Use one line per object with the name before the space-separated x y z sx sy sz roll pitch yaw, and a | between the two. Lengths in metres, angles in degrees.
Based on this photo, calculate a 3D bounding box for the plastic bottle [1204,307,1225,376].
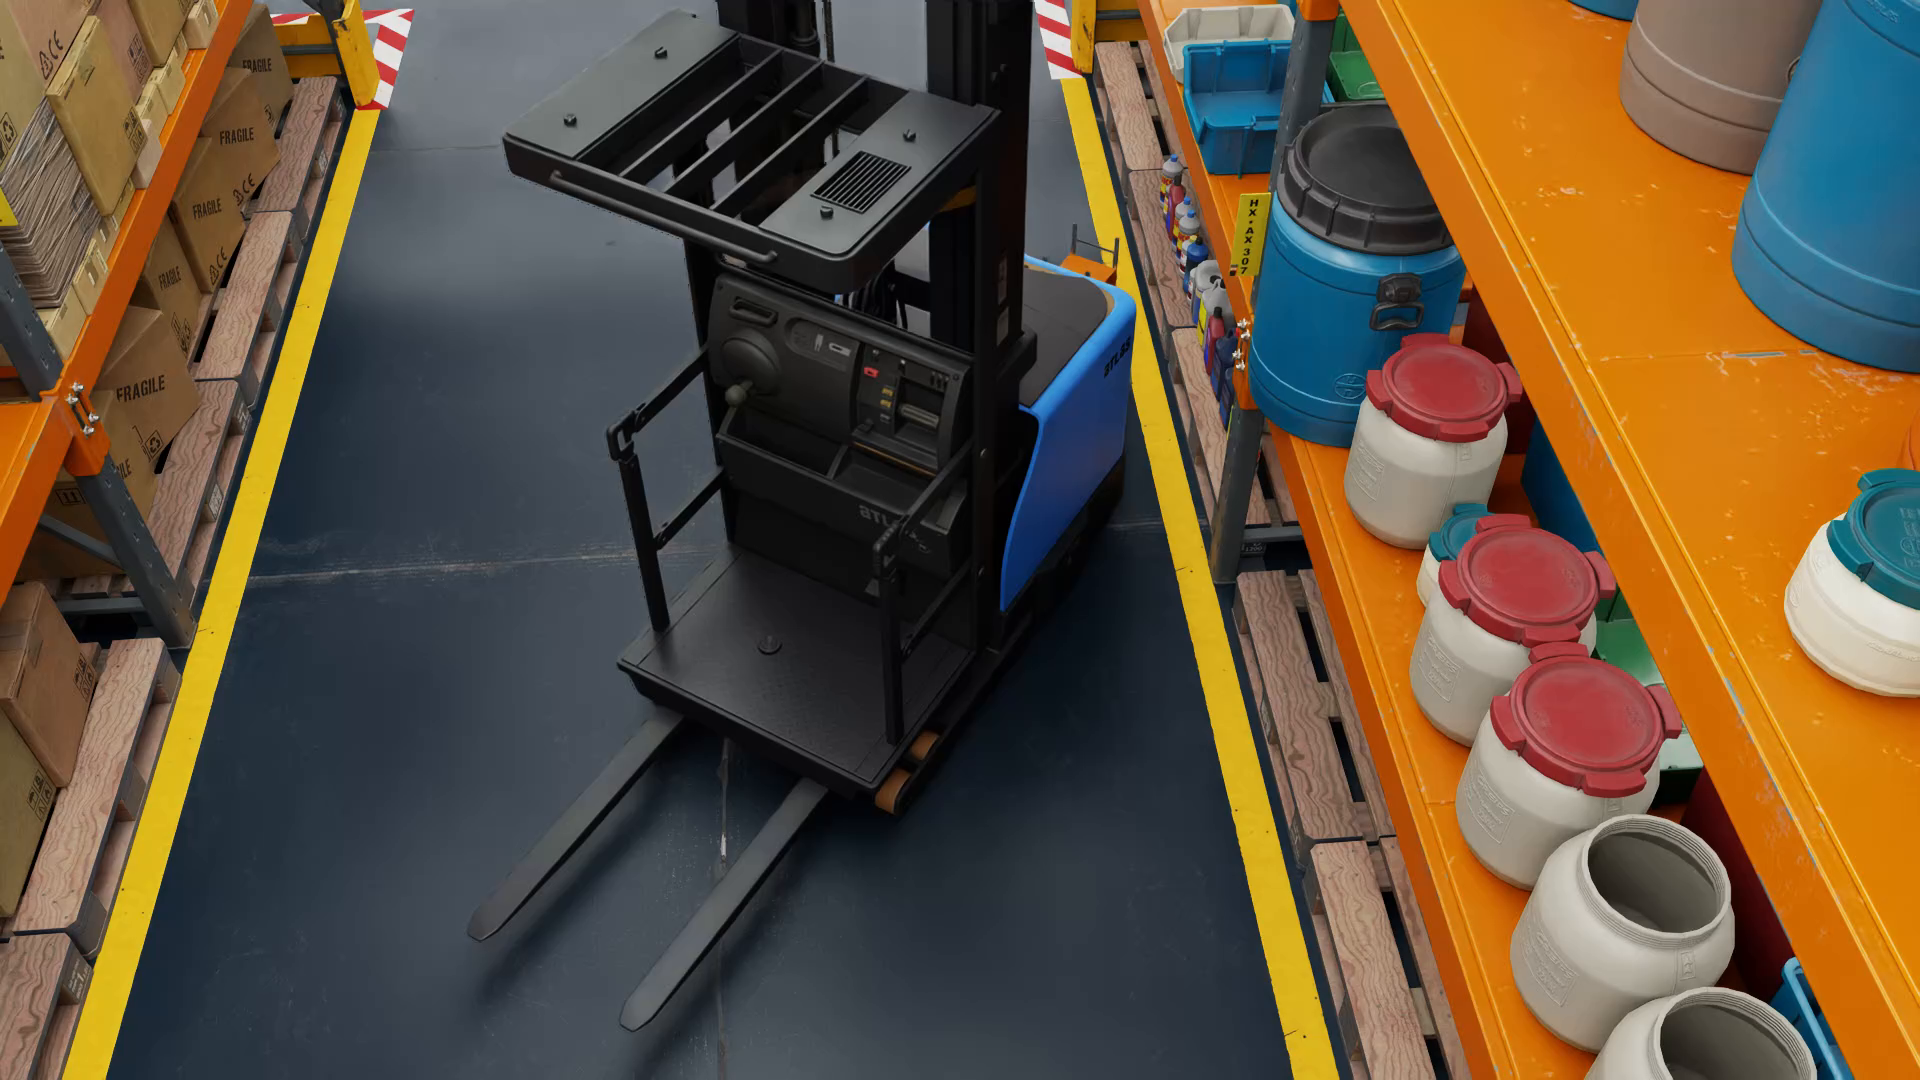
plastic bottle | 1.083 -0.845 7.052 0.061 0.283 0.133 -1 47 -1

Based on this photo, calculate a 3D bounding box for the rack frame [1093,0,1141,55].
rack frame | 1.161 -3.819 8.301 1.000 3.000 0.127 -3 47 -3

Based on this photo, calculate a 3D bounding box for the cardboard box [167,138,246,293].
cardboard box | -3.621 -1.466 7.505 0.500 0.500 0.500 0 47 0

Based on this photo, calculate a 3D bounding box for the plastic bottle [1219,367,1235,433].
plastic bottle | 1.155 -0.614 6.787 0.144 0.351 0.185 -5 47 -4

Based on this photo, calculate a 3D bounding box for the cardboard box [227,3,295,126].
cardboard box | -3.739 -2.350 8.342 0.500 0.500 0.500 4 47 4

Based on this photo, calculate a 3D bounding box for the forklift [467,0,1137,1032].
forklift | -0.511 -0.435 5.143 1.130 2.935 3.031 23 51 20

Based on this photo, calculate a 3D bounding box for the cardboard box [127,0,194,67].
cardboard box | -3.566 -2.174 6.469 0.875 0.500 0.500 -3 47 -3

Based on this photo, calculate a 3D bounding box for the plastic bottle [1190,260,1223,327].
plastic bottle | 1.102 -1.079 7.279 0.152 0.276 0.135 -3 47 -3

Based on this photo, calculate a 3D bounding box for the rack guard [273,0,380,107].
rack guard | -3.768 -2.604 8.872 1.175 0.500 0.348 -3 47 -3

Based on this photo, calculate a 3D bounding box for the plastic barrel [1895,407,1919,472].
plastic barrel | 1.923 -0.291 2.598 0.600 0.830 0.708 -3 47 -3

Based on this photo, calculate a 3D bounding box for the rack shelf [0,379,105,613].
rack shelf | -3.272 1.070 4.166 1.077 0.370 4.000 -3 47 -3

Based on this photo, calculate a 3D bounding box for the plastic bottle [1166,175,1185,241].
plastic bottle | 1.003 -1.541 7.711 0.061 0.283 0.133 -3 47 -3

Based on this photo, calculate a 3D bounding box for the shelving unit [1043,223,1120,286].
shelving unit | 0.466 -0.760 6.746 0.215 1.050 0.252 23 51 20

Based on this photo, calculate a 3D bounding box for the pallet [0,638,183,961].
pallet | -3.373 0.898 5.754 1.003 0.211 1.213 -3 47 -3

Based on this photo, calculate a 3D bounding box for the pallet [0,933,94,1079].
pallet | -3.268 1.782 4.916 1.003 0.211 1.213 -3 47 -3

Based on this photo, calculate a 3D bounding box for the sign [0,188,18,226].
sign | -2.887 -1.059 4.889 0.100 0.325 0.005 -3 47 -3

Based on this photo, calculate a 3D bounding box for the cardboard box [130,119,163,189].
cardboard box | -3.225 -1.436 6.217 0.380 0.149 0.250 -3 47 -3

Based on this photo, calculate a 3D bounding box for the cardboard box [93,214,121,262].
cardboard box | -3.215 -1.073 5.873 0.380 0.149 0.250 -3 47 -3

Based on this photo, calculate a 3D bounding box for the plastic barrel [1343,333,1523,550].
plastic barrel | 1.357 -0.267 4.843 0.433 0.535 0.433 0 47 0

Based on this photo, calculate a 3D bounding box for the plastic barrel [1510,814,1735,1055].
plastic barrel | 1.496 0.894 3.760 0.421 0.512 0.421 0 47 0

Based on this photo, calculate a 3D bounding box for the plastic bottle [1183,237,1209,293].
plastic bottle | 1.056 -1.235 7.430 0.097 0.271 0.097 0 47 0

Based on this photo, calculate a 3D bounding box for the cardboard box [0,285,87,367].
cardboard box | -3.158 -0.712 5.531 0.380 0.149 0.250 -3 47 -3

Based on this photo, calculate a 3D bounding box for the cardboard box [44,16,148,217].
cardboard box | -3.423 -1.454 5.788 0.875 0.500 0.500 -3 47 -3

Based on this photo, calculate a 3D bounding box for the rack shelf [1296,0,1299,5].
rack shelf | 1.328 -3.156 6.103 1.077 0.370 4.000 -3 47 -3

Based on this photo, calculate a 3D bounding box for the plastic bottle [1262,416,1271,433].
plastic bottle | 1.298 -0.623 6.795 0.144 0.351 0.185 -3 47 -3

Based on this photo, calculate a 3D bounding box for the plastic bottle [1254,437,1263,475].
plastic bottle | 1.155 -0.358 6.647 0.097 0.201 0.097 0 47 0

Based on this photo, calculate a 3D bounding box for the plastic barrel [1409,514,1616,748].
plastic barrel | 1.419 0.264 4.340 0.433 0.535 0.433 0 47 0

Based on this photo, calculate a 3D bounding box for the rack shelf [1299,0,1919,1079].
rack shelf | 1.663 -0.262 3.362 1.077 0.370 4.000 -3 47 -3

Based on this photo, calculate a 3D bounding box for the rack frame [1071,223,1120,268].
rack frame | 0.527 -0.836 6.819 0.200 1.050 0.008 23 51 20

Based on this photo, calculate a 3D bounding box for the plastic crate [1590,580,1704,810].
plastic crate | 1.923 0.390 4.460 0.450 0.188 0.662 -3 47 -3

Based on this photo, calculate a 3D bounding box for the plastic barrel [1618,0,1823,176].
plastic barrel | 1.809 -1.301 3.505 0.600 0.901 0.600 0 47 0

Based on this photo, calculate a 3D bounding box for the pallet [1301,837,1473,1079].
pallet | 1.705 1.484 5.199 1.003 0.211 1.213 -3 47 -3

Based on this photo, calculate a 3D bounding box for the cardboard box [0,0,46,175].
cardboard box | -3.224 -1.446 5.091 0.500 0.500 0.500 -3 47 -3

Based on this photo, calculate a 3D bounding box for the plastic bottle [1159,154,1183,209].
plastic bottle | 1.002 -1.702 7.872 0.097 0.271 0.097 0 47 0

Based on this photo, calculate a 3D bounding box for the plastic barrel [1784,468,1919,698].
plastic barrel | 1.492 0.079 2.639 0.301 0.262 0.301 0 47 0

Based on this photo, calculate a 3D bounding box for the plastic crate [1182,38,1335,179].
plastic crate | 1.133 -1.658 6.357 0.499 0.251 0.616 -3 47 -3

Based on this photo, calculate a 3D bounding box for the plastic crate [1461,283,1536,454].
plastic crate | 1.841 -0.616 5.223 0.402 0.464 0.583 -3 47 -3

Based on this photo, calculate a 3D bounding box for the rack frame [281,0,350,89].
rack frame | -3.775 -3.518 8.016 1.000 3.000 0.127 -3 47 -3

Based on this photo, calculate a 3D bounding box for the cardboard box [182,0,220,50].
cardboard box | -3.315 -2.159 6.902 0.380 0.149 0.250 -3 47 -3

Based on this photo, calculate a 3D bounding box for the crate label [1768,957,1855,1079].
crate label | 2.017 1.221 3.503 0.502 0.435 0.616 -3 47 -3

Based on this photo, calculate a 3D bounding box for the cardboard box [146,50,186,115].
cardboard box | -3.297 -1.796 6.558 0.380 0.149 0.250 -3 47 -3

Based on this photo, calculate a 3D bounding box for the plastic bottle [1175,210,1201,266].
plastic bottle | 1.039 -1.381 7.568 0.097 0.271 0.097 0 47 0

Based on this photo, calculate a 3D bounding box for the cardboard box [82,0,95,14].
cardboard box | -3.309 -2.169 5.776 0.500 0.500 0.500 -3 47 -3

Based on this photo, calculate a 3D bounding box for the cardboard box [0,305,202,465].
cardboard box | -3.489 -0.615 6.699 0.500 0.500 0.500 10 47 9

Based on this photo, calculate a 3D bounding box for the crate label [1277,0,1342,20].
crate label | 1.584 -2.516 7.043 0.502 0.435 0.616 -3 47 -3

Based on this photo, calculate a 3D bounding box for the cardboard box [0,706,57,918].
cardboard box | -3.389 0.876 5.273 0.700 0.500 0.500 -4 47 -4

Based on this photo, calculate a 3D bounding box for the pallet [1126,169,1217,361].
pallet | 1.376 -1.340 7.873 1.003 0.211 1.213 -3 47 -3

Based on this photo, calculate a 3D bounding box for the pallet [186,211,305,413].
pallet | -3.637 -1.034 7.584 1.003 0.211 1.213 -3 47 -3
